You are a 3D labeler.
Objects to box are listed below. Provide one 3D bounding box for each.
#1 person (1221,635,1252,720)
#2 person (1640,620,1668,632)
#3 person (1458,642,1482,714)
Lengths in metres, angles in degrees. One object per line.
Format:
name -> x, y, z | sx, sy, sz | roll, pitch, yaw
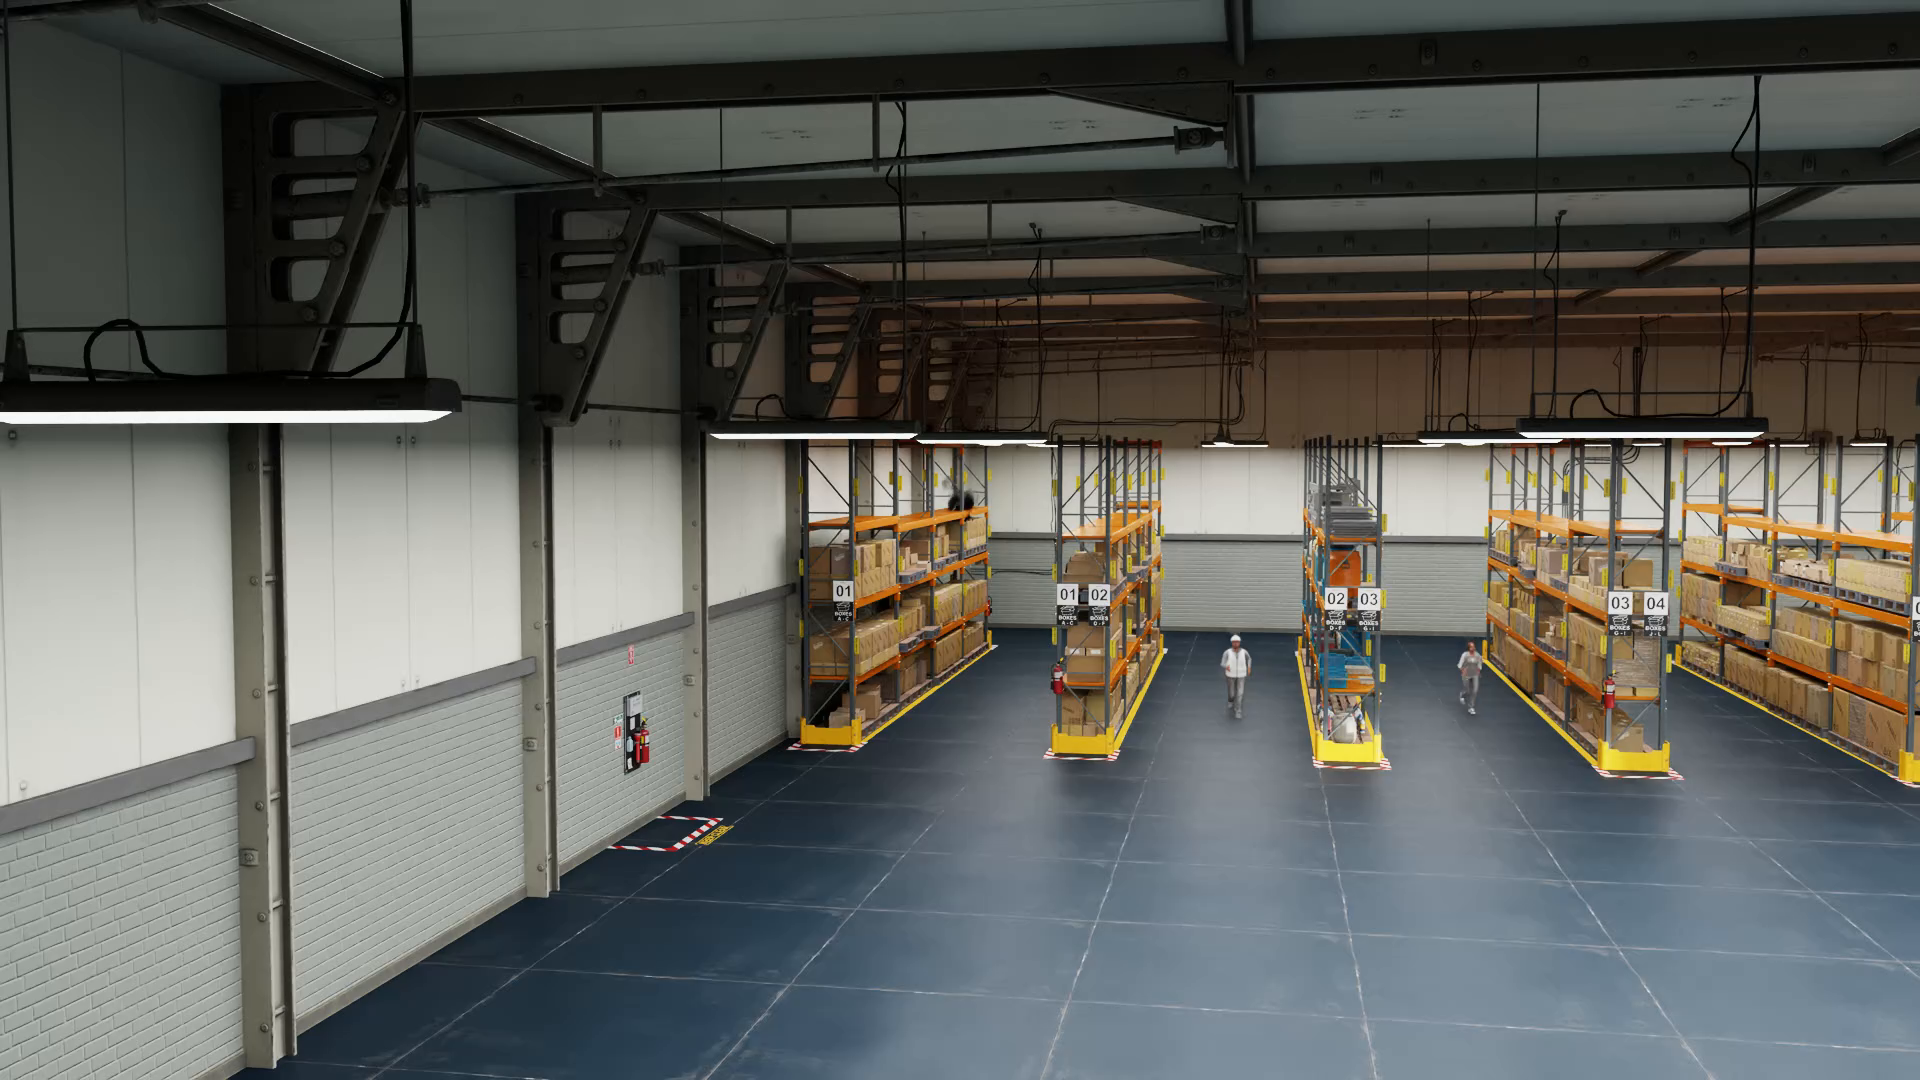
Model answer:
person -> 5.936, 2.922, 35.665 | 0.676, 1.751, 0.908 | 0, 3, 4
person -> 17.531, 2.563, 42.018 | 0.657, 1.802, 0.722 | 0, 3, 6
person -> 11.127, 2.987, 36.318 | 0.527, 1.561, 0.694 | 0, 3, -1
